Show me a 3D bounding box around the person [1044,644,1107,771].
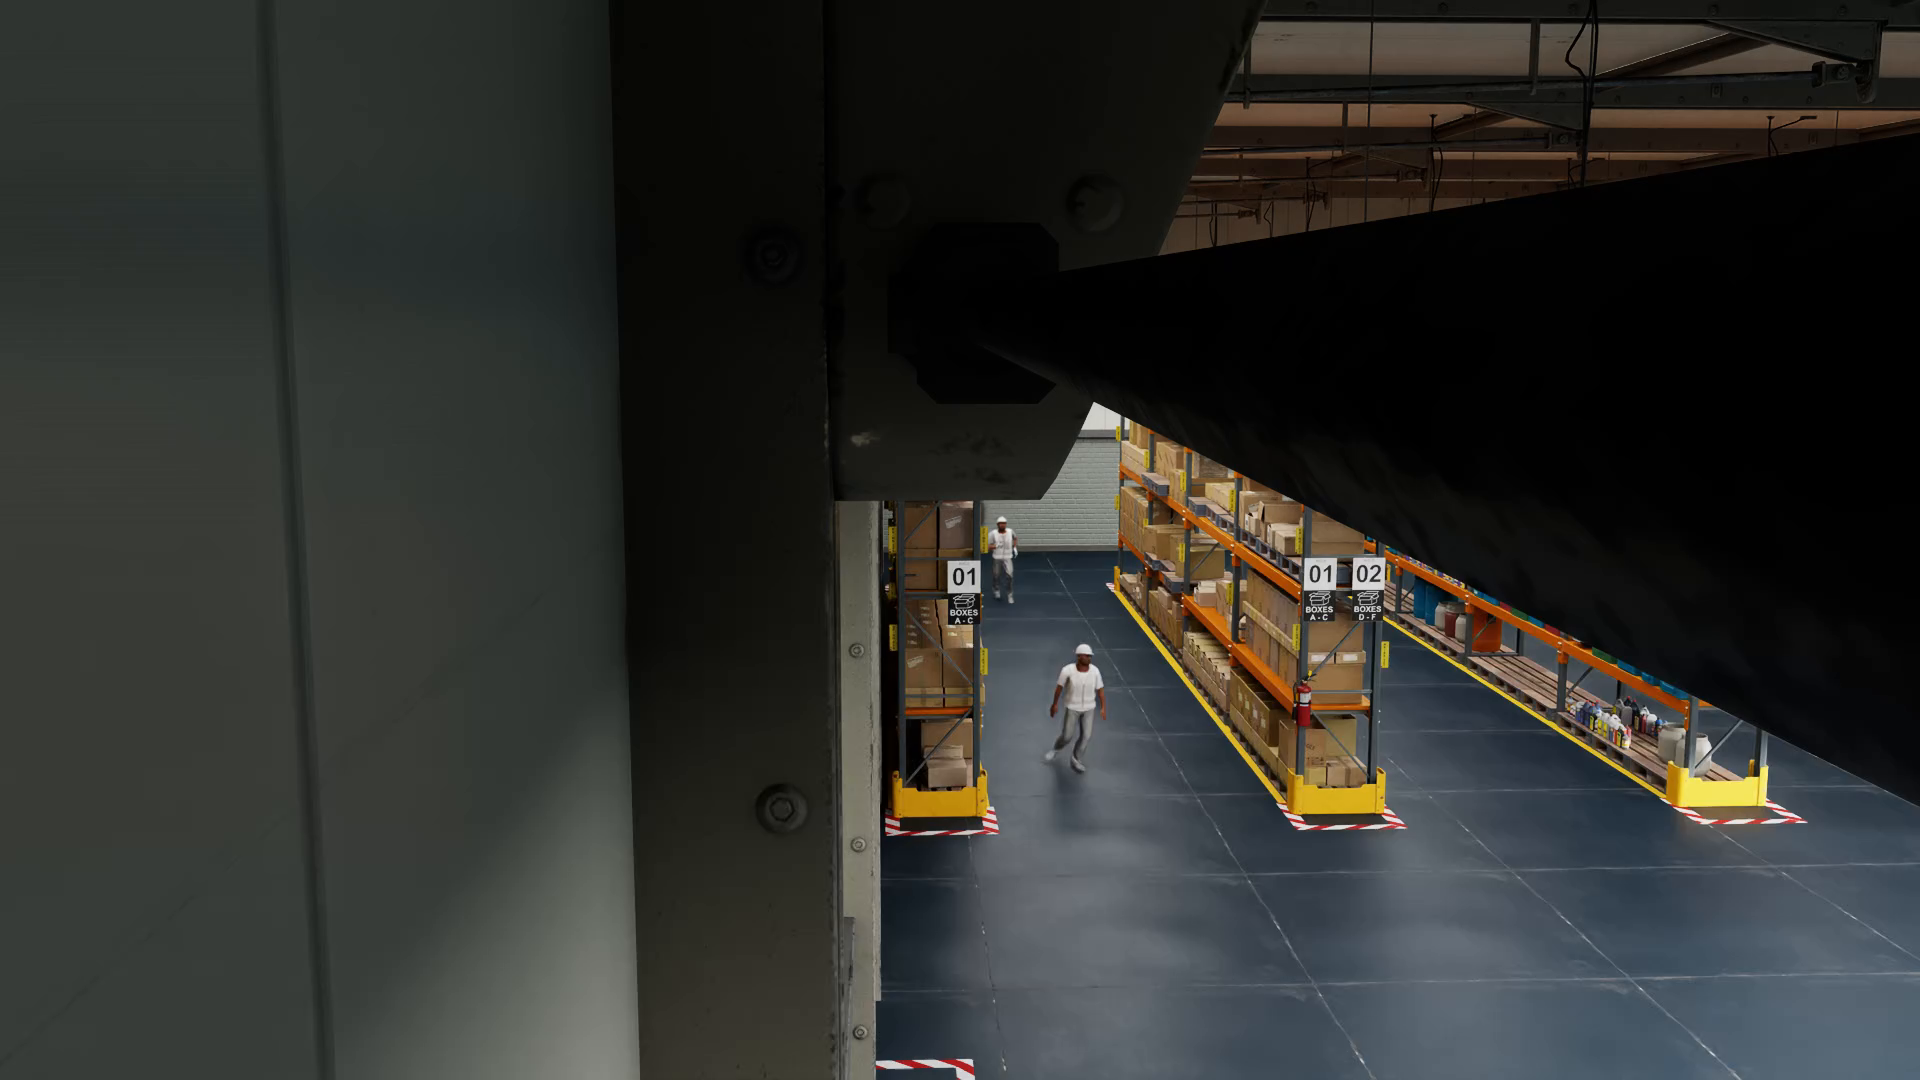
[{"bbox_3d":[1.555,2.251,22.465,0.788,1.721,0.568,-2,8,-10],"label":"person"}]

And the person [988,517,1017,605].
[{"bbox_3d":[0.895,0.412,34.955,0.672,1.822,0.805,-1,8,-6],"label":"person"}]
